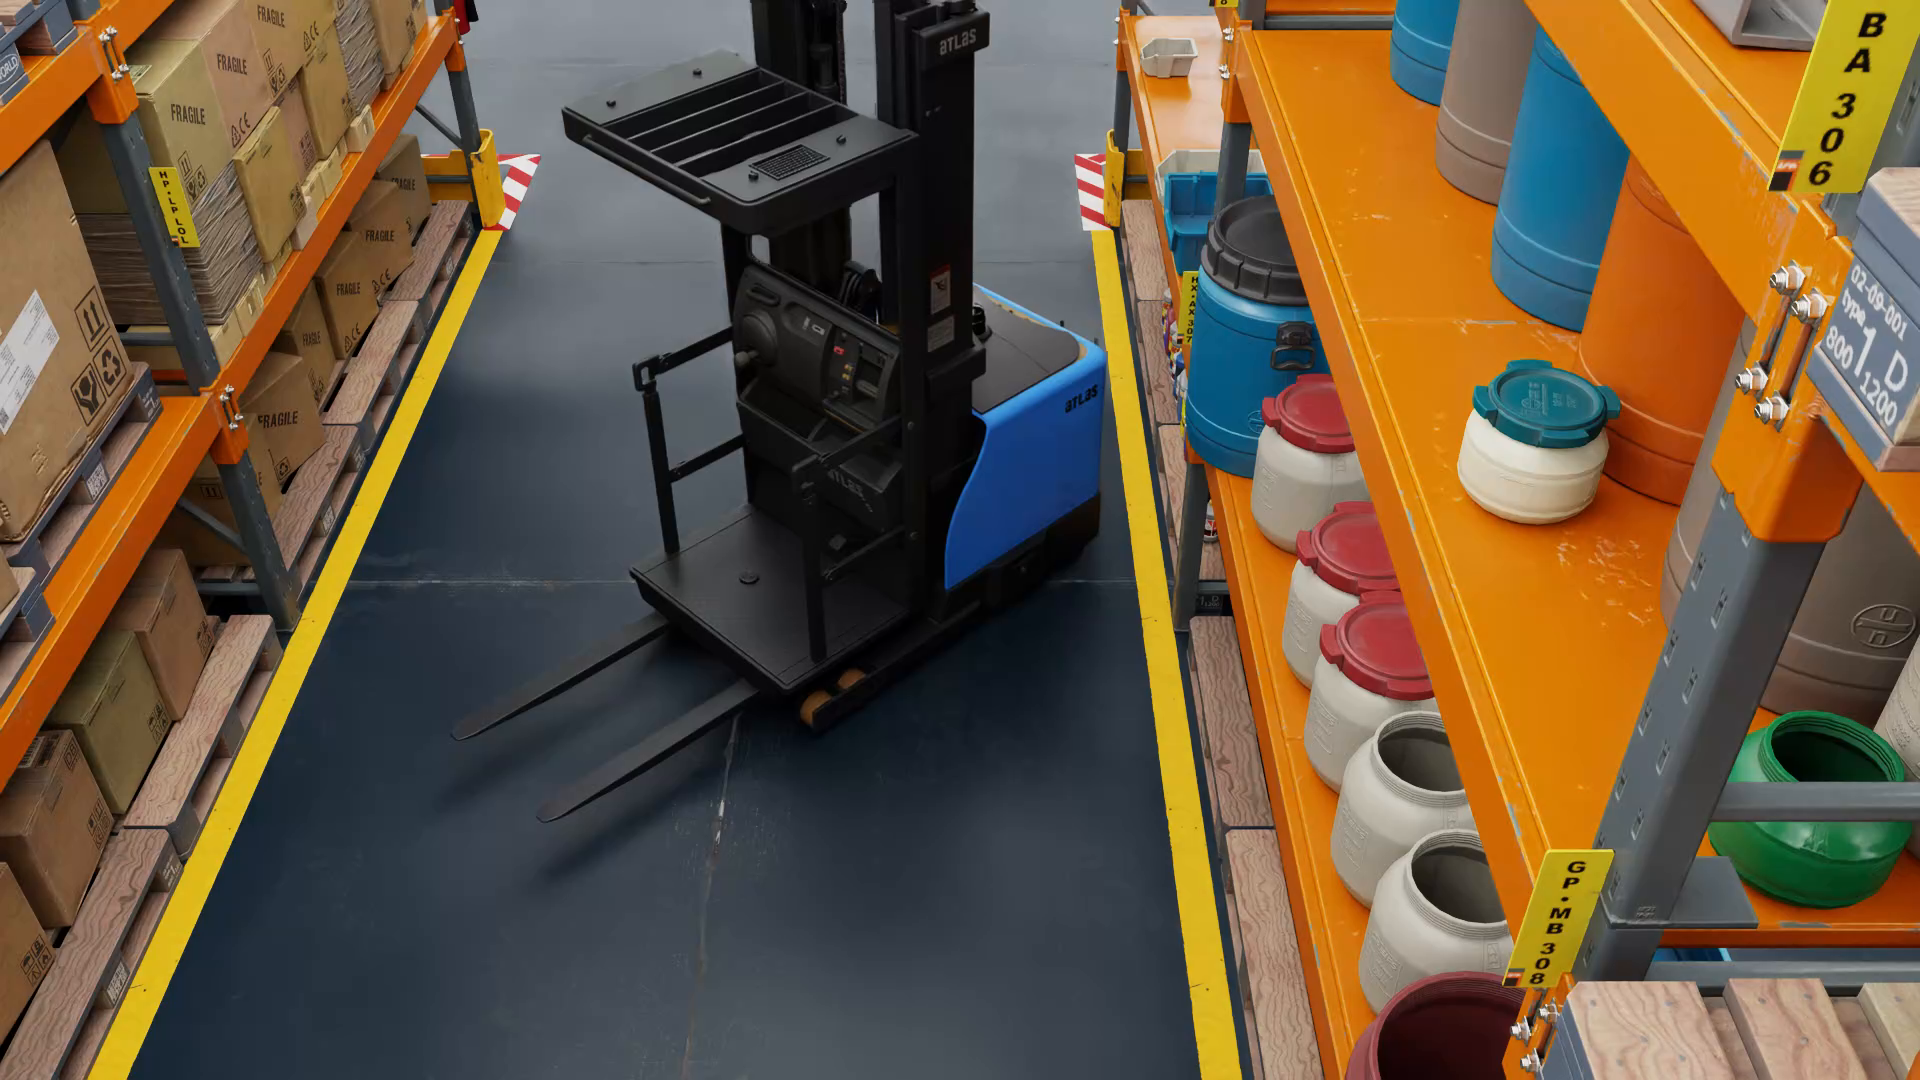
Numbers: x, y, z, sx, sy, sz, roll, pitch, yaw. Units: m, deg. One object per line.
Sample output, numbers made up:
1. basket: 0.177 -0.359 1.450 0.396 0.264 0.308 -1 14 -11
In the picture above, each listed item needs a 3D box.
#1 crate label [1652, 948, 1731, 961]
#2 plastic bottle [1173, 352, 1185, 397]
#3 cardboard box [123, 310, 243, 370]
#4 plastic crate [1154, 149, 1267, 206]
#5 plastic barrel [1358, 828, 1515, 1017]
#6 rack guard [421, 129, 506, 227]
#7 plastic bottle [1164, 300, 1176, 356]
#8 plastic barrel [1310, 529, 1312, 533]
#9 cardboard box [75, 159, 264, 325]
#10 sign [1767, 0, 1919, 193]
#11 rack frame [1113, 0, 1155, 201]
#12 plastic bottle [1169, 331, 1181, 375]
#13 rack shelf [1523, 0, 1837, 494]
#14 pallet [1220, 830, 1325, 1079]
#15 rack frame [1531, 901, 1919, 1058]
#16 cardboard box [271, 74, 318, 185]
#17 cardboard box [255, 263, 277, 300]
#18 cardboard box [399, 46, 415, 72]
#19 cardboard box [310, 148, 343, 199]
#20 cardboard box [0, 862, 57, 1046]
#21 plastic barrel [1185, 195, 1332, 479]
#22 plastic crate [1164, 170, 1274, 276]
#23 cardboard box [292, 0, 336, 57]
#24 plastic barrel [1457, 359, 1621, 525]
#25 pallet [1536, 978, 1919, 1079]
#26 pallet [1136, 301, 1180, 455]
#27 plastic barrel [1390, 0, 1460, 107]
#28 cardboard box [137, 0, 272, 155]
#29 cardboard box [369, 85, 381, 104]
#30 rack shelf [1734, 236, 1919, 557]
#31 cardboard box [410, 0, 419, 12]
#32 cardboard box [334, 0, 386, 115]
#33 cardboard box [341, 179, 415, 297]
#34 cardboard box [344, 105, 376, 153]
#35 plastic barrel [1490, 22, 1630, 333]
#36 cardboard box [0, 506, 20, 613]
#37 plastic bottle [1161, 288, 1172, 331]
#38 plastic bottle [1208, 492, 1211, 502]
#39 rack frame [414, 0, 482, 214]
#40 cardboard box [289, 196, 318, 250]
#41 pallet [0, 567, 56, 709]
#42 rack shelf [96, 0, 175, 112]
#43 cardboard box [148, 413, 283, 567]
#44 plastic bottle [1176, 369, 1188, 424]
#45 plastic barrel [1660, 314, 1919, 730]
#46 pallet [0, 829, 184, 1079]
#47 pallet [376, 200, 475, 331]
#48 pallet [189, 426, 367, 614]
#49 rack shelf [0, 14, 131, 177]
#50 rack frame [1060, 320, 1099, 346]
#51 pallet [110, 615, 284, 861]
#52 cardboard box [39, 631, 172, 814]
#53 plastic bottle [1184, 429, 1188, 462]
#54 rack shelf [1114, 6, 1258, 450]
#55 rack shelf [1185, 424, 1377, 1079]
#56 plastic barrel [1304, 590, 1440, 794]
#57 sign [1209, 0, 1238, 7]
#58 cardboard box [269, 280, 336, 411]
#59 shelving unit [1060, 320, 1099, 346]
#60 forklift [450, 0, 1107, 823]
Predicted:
1. crate label: 1.734 1.075 4.228 0.502 0.435 0.616 0 39 0
2. plastic bottle: 1.147 -0.862 8.503 0.097 0.271 0.097 0 39 0
3. cardboard box: -3.192 -0.825 6.827 0.380 0.149 0.250 0 39 0
4. plastic crate: 1.205 -1.704 7.934 0.530 0.136 0.437 0 39 0
5. plastic barrel: 1.250 1.023 4.231 0.421 0.512 0.421 0 39 0
6. rack guard: -3.497 -2.266 10.424 1.175 0.500 0.348 0 39 0
7. plastic bottle: 1.128 -1.129 8.826 0.061 0.283 0.133 1 39 1
8. plastic barrel: 1.309 0.090 5.595 0.301 0.262 0.301 0 39 0
9. cardboard box: -3.431 -1.225 6.807 0.875 0.500 0.500 0 39 0
10. sign: 0.915 -0.500 1.682 0.100 0.325 0.005 0 39 0
11. rack frame: 1.456 -3.293 9.706 1.000 3.000 0.127 0 39 0
12. plastic bottle: 1.147 -0.989 8.661 0.097 0.271 0.097 0 39 0
13. rack shelf: 1.463 -1.445 3.498 1.077 0.370 4.000 0 39 0
14. pallet: 1.504 1.553 5.889 1.003 0.211 1.213 0 39 0
15. rack frame: 1.465 1.710 3.463 1.000 3.000 0.127 0 39 0
16. cardboard box: -3.498 -1.850 7.587 0.875 0.500 0.500 0 39 0
17. cardboard box: -3.207 -1.137 7.217 0.380 0.149 0.250 0 39 0
18. cardboard box: -3.239 -2.701 9.168 0.380 0.149 0.250 0 39 0
19. cardboard box: -3.207 -1.763 7.997 0.380 0.149 0.250 0 39 0
20. cardboard box: -3.530 1.397 5.501 0.700 0.500 0.500 3 39 4
21. plastic barrel: 1.158 -0.745 6.126 0.600 0.901 0.708 0 39 0
22. plastic crate: 1.188 -1.425 7.494 0.499 0.251 0.616 0 39 0
23. cardboard box: -3.253 -2.553 7.665 0.500 0.500 0.500 0 39 0
24. plastic barrel: 1.230 -0.202 3.561 0.301 0.262 0.301 0 39 0
25. pallet: 1.368 1.091 1.987 1.003 0.211 1.213 0 39 0
26. pallet: 1.497 -0.888 8.935 1.003 0.211 1.213 0 39 0
27. plastic barrel: 1.678 -1.840 5.093 0.600 0.901 0.708 0 39 0
28. cardboard box: -3.241 -1.927 6.885 0.500 0.500 0.500 0 39 0
29. cardboard box: -3.295 -2.388 8.777 0.380 0.149 0.250 0 39 0
30. rack shelf: 1.467 1.056 0.377 1.077 0.370 4.000 0 39 0
31. cardboard box: -3.524 -3.100 9.148 0.875 0.500 0.500 0 39 0
32. cardboard box: -3.446 -2.475 8.368 0.875 0.500 0.500 0 39 0
33. cardboard box: -3.478 -1.714 9.398 0.500 0.500 0.500 10 40 12
34. cardboard box: -3.184 -2.075 8.387 0.380 0.149 0.250 0 39 0
35. plastic barrel: 1.680 -1.022 4.072 0.600 0.901 0.708 0 39 0
36. cardboard box: -3.398 0.092 5.064 0.797 0.503 0.637 4 39 5
37. plastic bottle: 1.146 -1.266 9.006 0.097 0.271 0.097 0 39 0
38. plastic bottle: 1.130 -0.204 7.672 0.061 0.283 0.133 2 39 2
39. rack frame: -3.497 -3.289 9.702 1.000 3.000 0.127 0 39 0
40. cardboard box: -3.176 -1.450 7.607 0.380 0.149 0.250 0 39 0
41. pallet: -3.531 0.550 5.063 1.003 0.211 1.213 0 39 0
42. rack shelf: -3.495 -2.928 7.428 1.077 0.370 4.000 0 39 0
43. cardboard box: -3.453 -0.227 7.543 0.500 0.500 0.500 -1 39 -1
44. plastic bottle: 1.175 -0.726 8.330 0.152 0.276 0.135 1 39 1
45. plastic barrel: 1.681 -0.170 3.009 0.600 0.901 0.600 0 39 0
46. pallet: -3.486 1.552 5.890 1.003 0.211 1.213 0 39 0
47. pallet: -3.531 -1.646 9.880 1.003 0.211 1.213 0 39 0
48. pallet: -3.529 -0.120 7.976 1.003 0.211 1.213 0 39 0
49. rack shelf: -3.490 -0.427 4.306 1.077 0.370 4.000 0 39 0
50. rack frame: 0.559 -0.635 8.068 0.006 0.900 0.240 -32 48 -33
51. pallet: -3.490 0.787 6.845 1.003 0.211 1.213 0 39 0
52. cardboard box: -3.532 0.698 6.373 0.700 0.500 0.500 0 39 0
53. plastic bottle: 1.129 -0.528 8.076 0.061 0.283 0.133 2 39 3
54. rack shelf: 1.458 -1.762 8.370 1.077 0.370 4.000 0 39 0
55. rack shelf: 1.463 0.740 5.249 1.077 0.370 4.000 0 39 0
56. plastic barrel: 1.244 0.483 4.885 0.433 0.535 0.433 0 39 0
57. sign: 0.910 -1.972 5.652 0.100 0.325 0.005 0 39 0
58. cardboard box: -3.540 -0.973 8.474 0.500 0.500 0.500 -3 39 -4
59. shelving unit: 0.487 -0.590 8.012 0.210 0.900 0.258 -32 48 -33
60. forklift: -0.738 -0.711 6.539 3.031 2.935 1.130 -32 48 -33
